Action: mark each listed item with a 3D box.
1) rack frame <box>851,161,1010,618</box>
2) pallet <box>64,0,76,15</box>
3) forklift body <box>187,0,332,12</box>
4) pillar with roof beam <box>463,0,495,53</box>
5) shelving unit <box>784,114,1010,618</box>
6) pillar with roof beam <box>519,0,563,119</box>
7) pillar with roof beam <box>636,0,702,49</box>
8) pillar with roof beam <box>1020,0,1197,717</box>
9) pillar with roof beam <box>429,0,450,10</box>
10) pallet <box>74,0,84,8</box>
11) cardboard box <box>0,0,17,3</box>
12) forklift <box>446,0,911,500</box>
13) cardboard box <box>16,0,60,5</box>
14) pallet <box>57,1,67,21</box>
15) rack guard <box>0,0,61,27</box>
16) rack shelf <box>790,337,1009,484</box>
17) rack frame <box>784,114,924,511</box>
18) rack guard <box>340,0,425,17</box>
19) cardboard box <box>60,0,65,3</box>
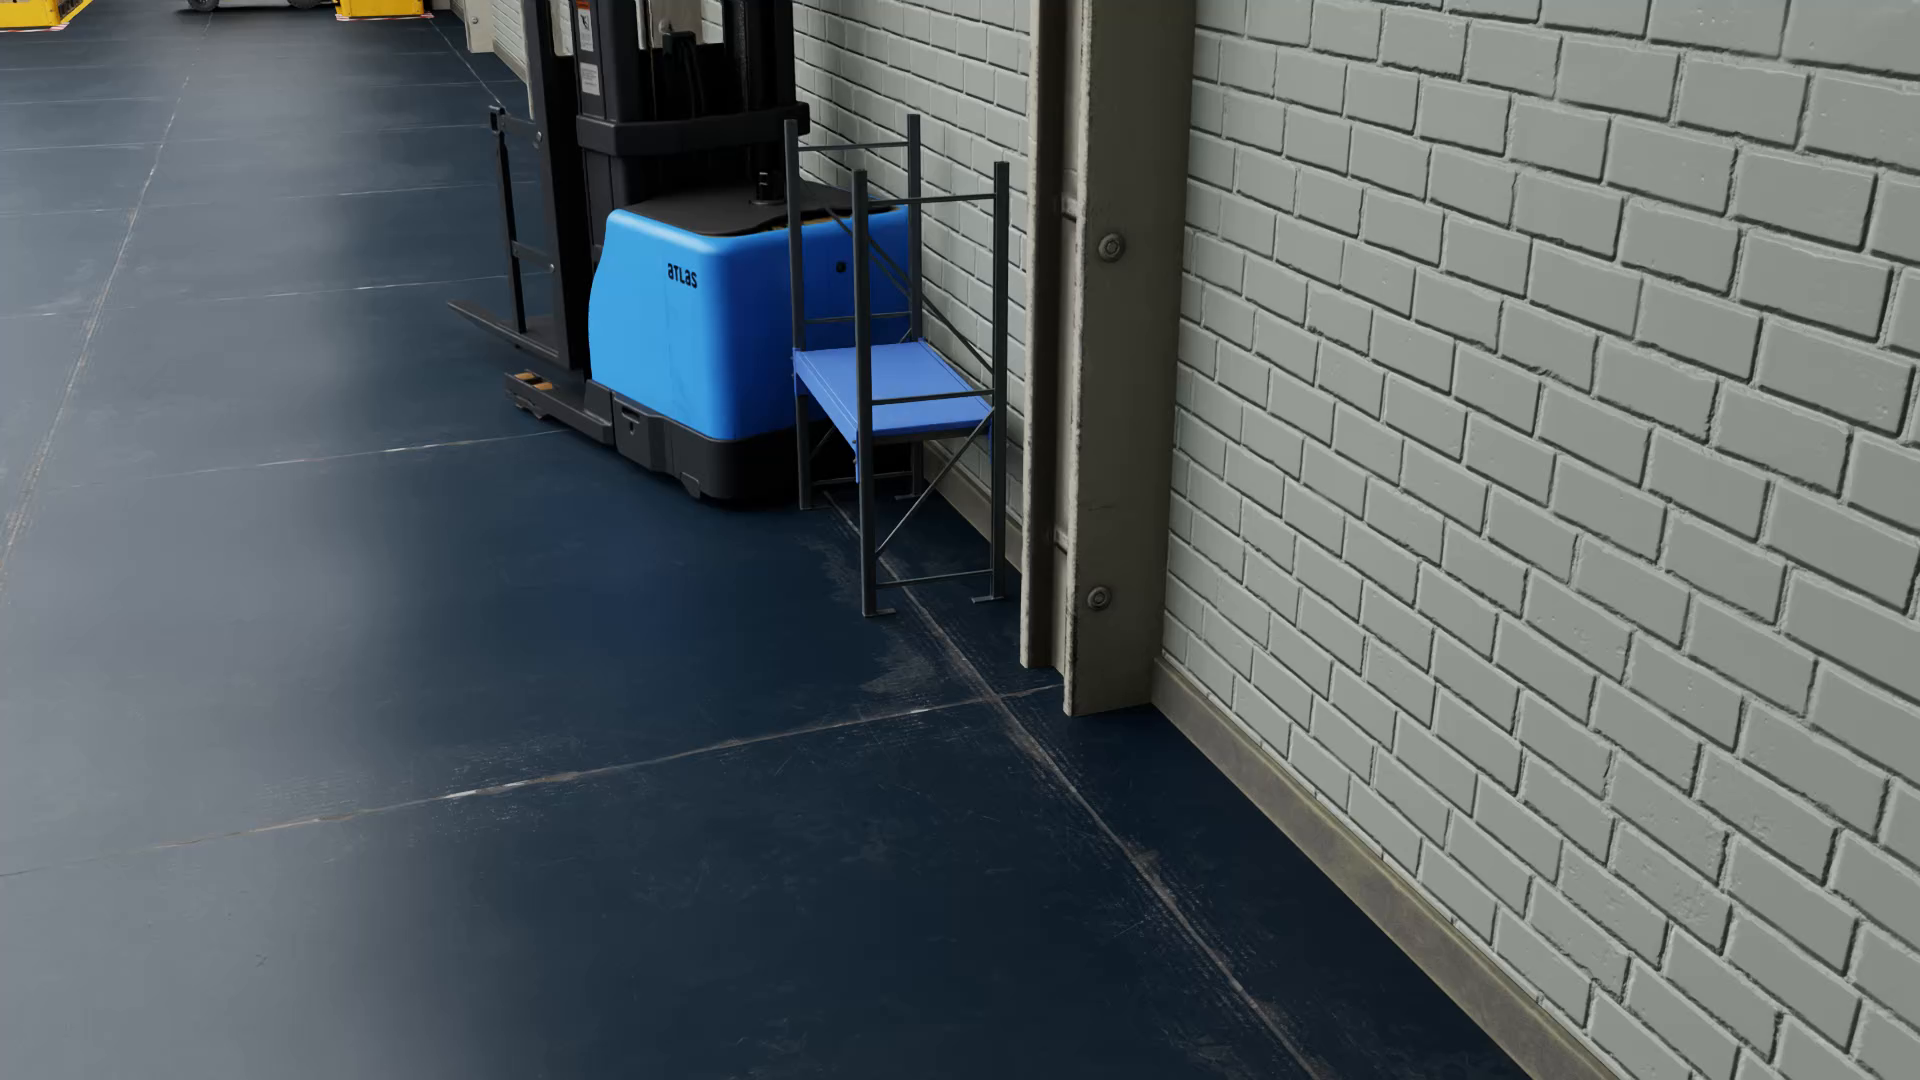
[{"bbox_3d":[-0.089,-0.461,5.414,0.500,1.500,0.032,-7,24,-16],"label":"rack frame"},{"bbox_3d":[-14.022,-8.090,25.172,1.003,0.211,1.213,-8,24,-19],"label":"pallet"},{"bbox_3d":[-11.048,-9.335,25.628,2.313,2.155,1.214,-8,24,-19],"label":"forklift body"},{"bbox_3d":[-9.982,-9.657,17.577,9.100,9.000,0.400,-8,24,-19],"label":"pillar with roof beam"},{"bbox_3d":[-0.238,-0.650,5.861,0.538,1.500,1.048,-7,24,-16],"label":"shelving unit"},{"bbox_3d":[-7.862,-7.477,12.404,9.100,9.000,0.400,-8,24,-19],"label":"pillar with roof beam"},{"bbox_3d":[-5.743,-5.297,7.232,9.100,9.000,0.400,-8,24,-19],"label":"pillar with roof beam"},{"bbox_3d":[-3.623,-3.117,2.059,9.100,9.000,0.400,-8,24,-19],"label":"pillar with roof beam"},{"bbox_3d":[-12.102,-11.838,22.749,9.100,9.000,0.400,-8,24,-19],"label":"pillar with roof beam"},{"bbox_3d":[-14.456,-8.534,26.226,1.003,0.211,1.213,-8,24,-19],"label":"pallet"},{"bbox_3d":[-13.859,-7.797,23.886,0.500,0.250,0.500,-8,24,-19],"label":"cardboard box"},{"bbox_3d":[-1.451,-2.008,7.239,1.130,2.935,3.031,-17,28,-35],"label":"forklift"},{"bbox_3d":[-13.340,-7.862,24.041,0.500,0.250,0.500,-9,24,-19],"label":"cardboard box"},{"bbox_3d":[-13.594,-7.647,24.122,1.003,0.211,1.213,-8,24,-19],"label":"pallet"},{"bbox_3d":[-13.340,-7.480,23.354,1.175,0.500,0.348,-8,24,-19],"label":"rack guard"},{"bbox_3d":[-0.238,-0.484,5.931,0.538,0.185,1.000,-7,24,-16],"label":"rack shelf"},{"bbox_3d":[-0.388,-0.839,6.309,0.500,1.500,0.032,-7,24,-16],"label":"rack frame"},{"bbox_3d":[-8.663,-8.126,24.887,1.175,0.500,0.348,-8,24,-19],"label":"rack guard"},{"bbox_3d":[-13.513,-8.049,24.484,0.500,0.250,0.500,-7,24,-17],"label":"cardboard box"}]
